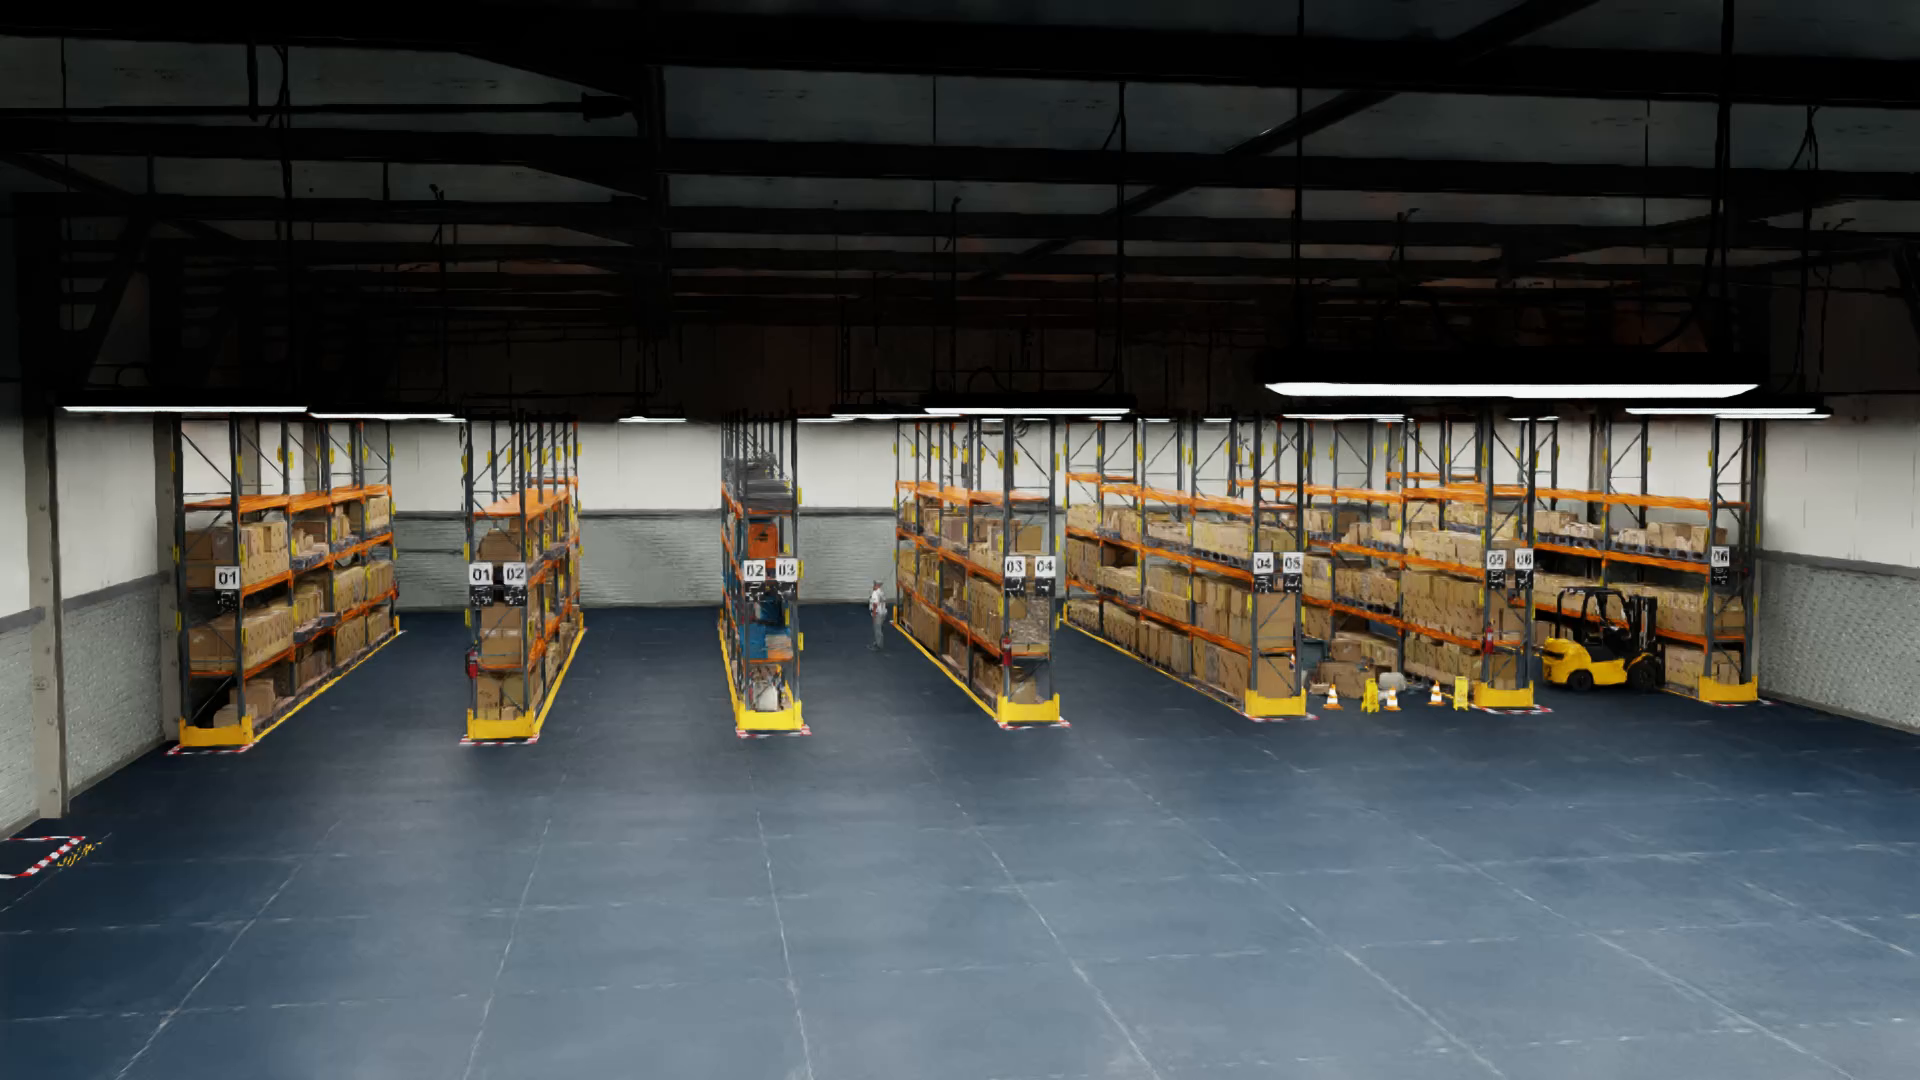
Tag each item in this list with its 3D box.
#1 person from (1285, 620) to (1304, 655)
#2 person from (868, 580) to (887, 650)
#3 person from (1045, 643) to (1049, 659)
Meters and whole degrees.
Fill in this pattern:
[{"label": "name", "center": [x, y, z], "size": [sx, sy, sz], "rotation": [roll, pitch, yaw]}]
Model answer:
[{"label": "person", "center": [8.263, 2.062, 40.893], "size": [0.535, 1.590, 0.534], "rotation": [1, 4, 15]}, {"label": "person", "center": [-2.132, 1.890, 42.260], "size": [0.501, 1.758, 0.588], "rotation": [2, 4, 21]}, {"label": "person", "center": [1.930, 2.030, 40.596], "size": [0.583, 1.686, 1.111], "rotation": [-1, 4, -11]}]
